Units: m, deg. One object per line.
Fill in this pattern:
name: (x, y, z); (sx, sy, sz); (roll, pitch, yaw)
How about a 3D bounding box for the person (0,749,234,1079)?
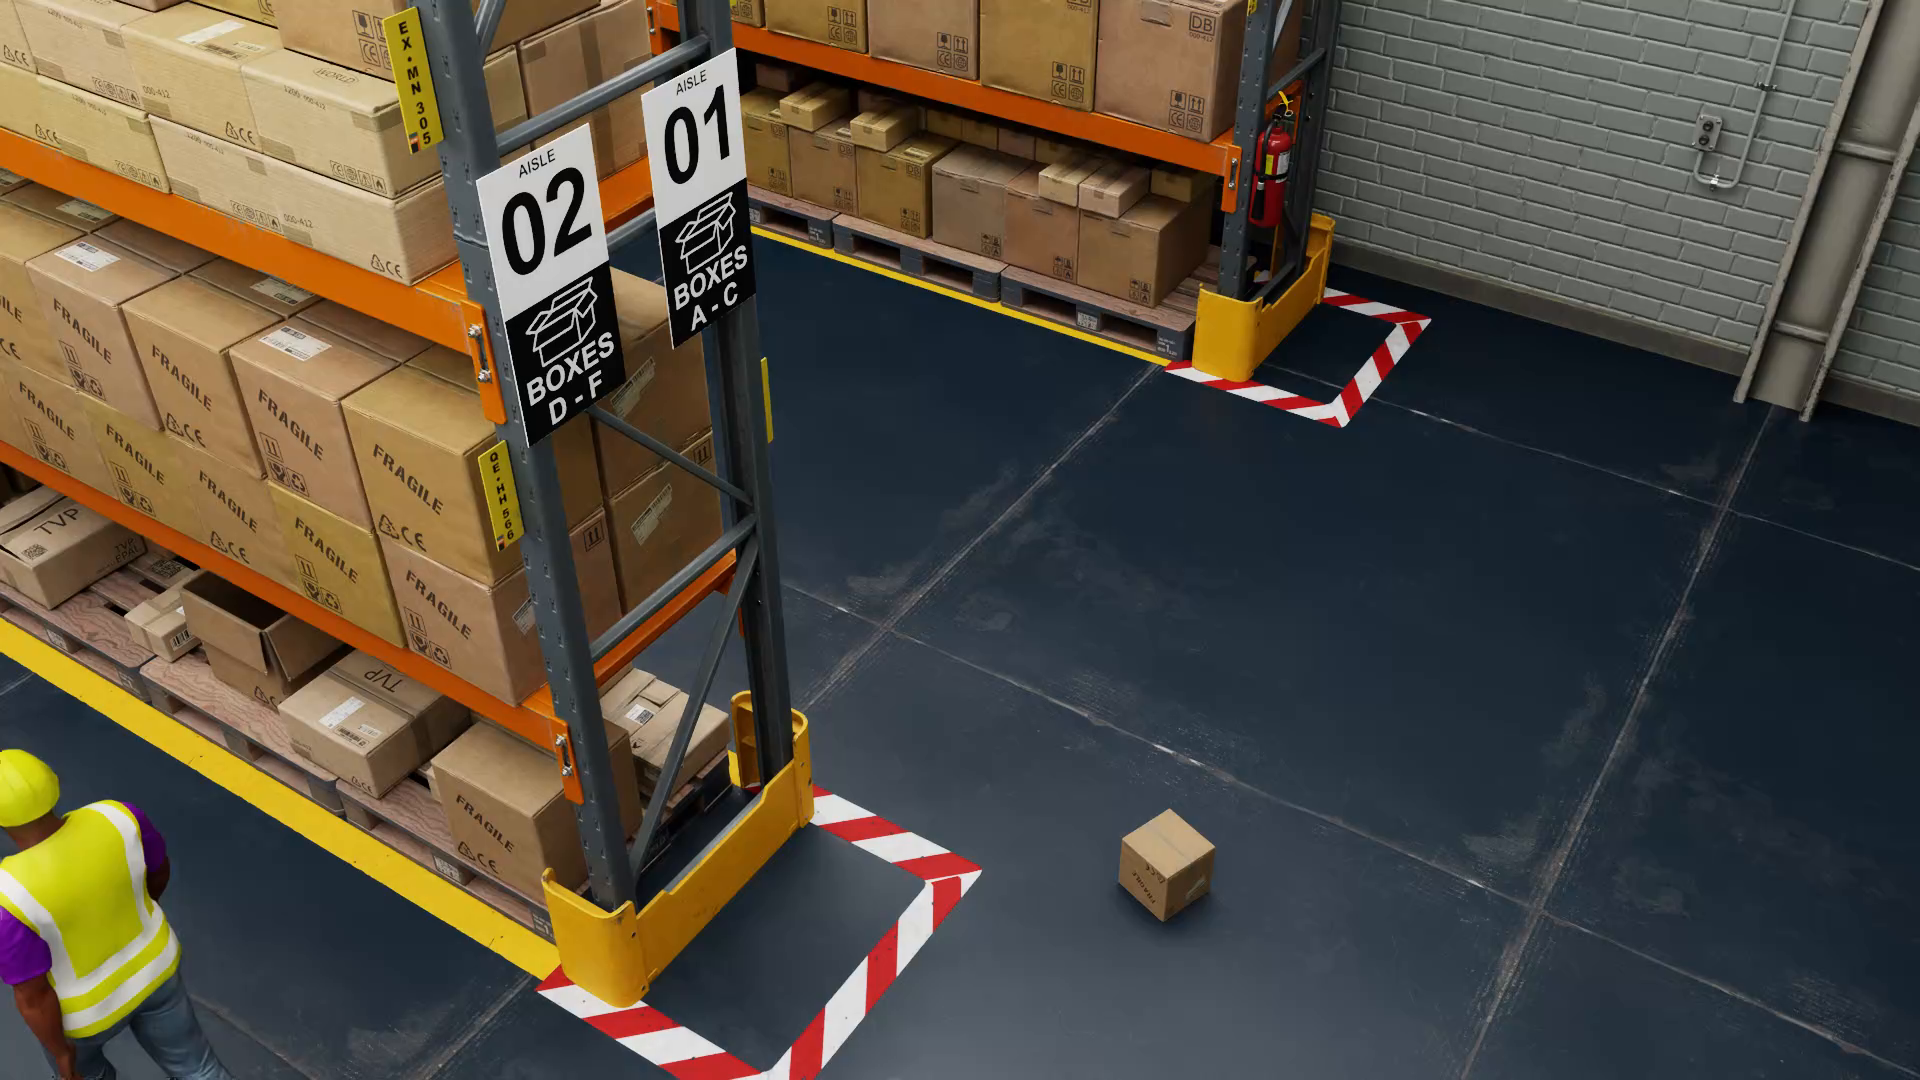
person: (-2.596, 1.280, 5.027); (0.886, 1.749, 0.588); (22, 43, 26)
